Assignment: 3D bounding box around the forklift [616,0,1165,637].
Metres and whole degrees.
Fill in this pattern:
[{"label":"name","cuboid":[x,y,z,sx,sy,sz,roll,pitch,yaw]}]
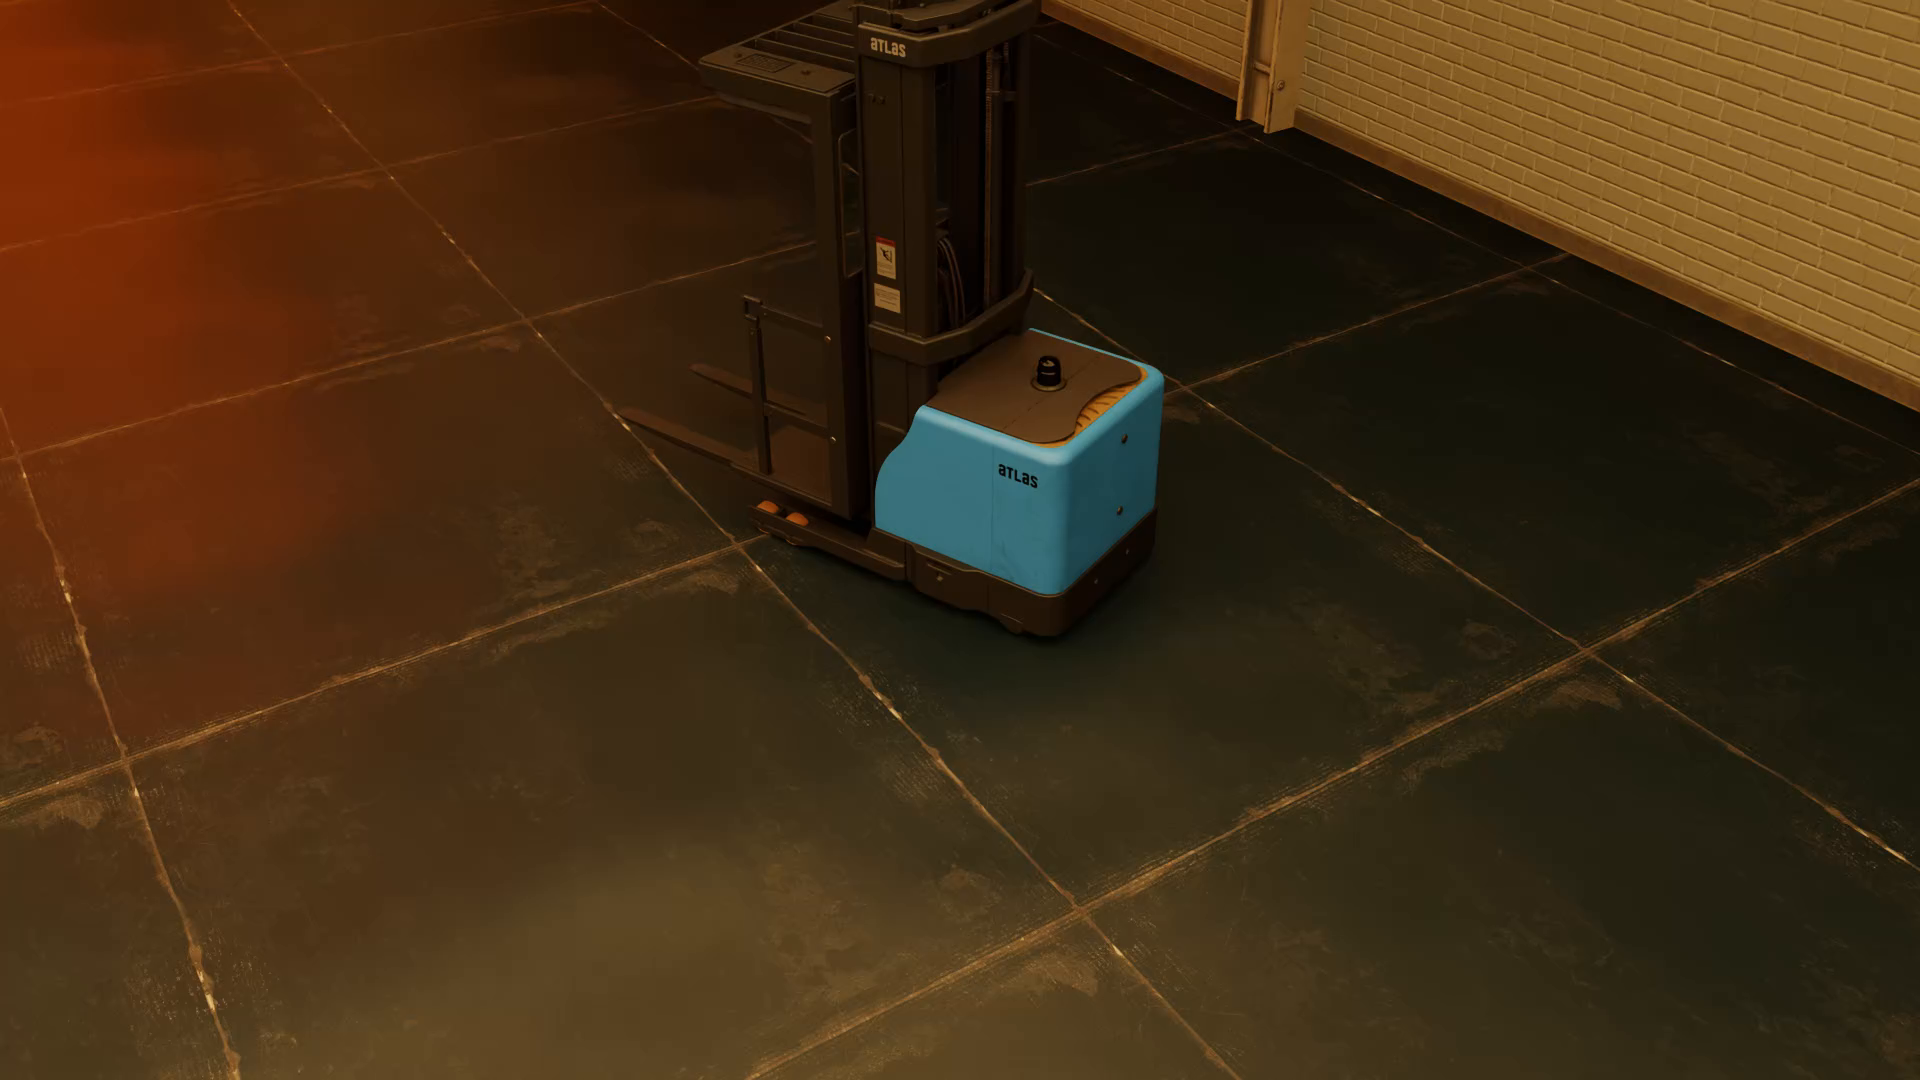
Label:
[{"label":"forklift","cuboid":[-0.500,-1.399,8.138,3.031,2.935,1.130,22,41,28]}]
